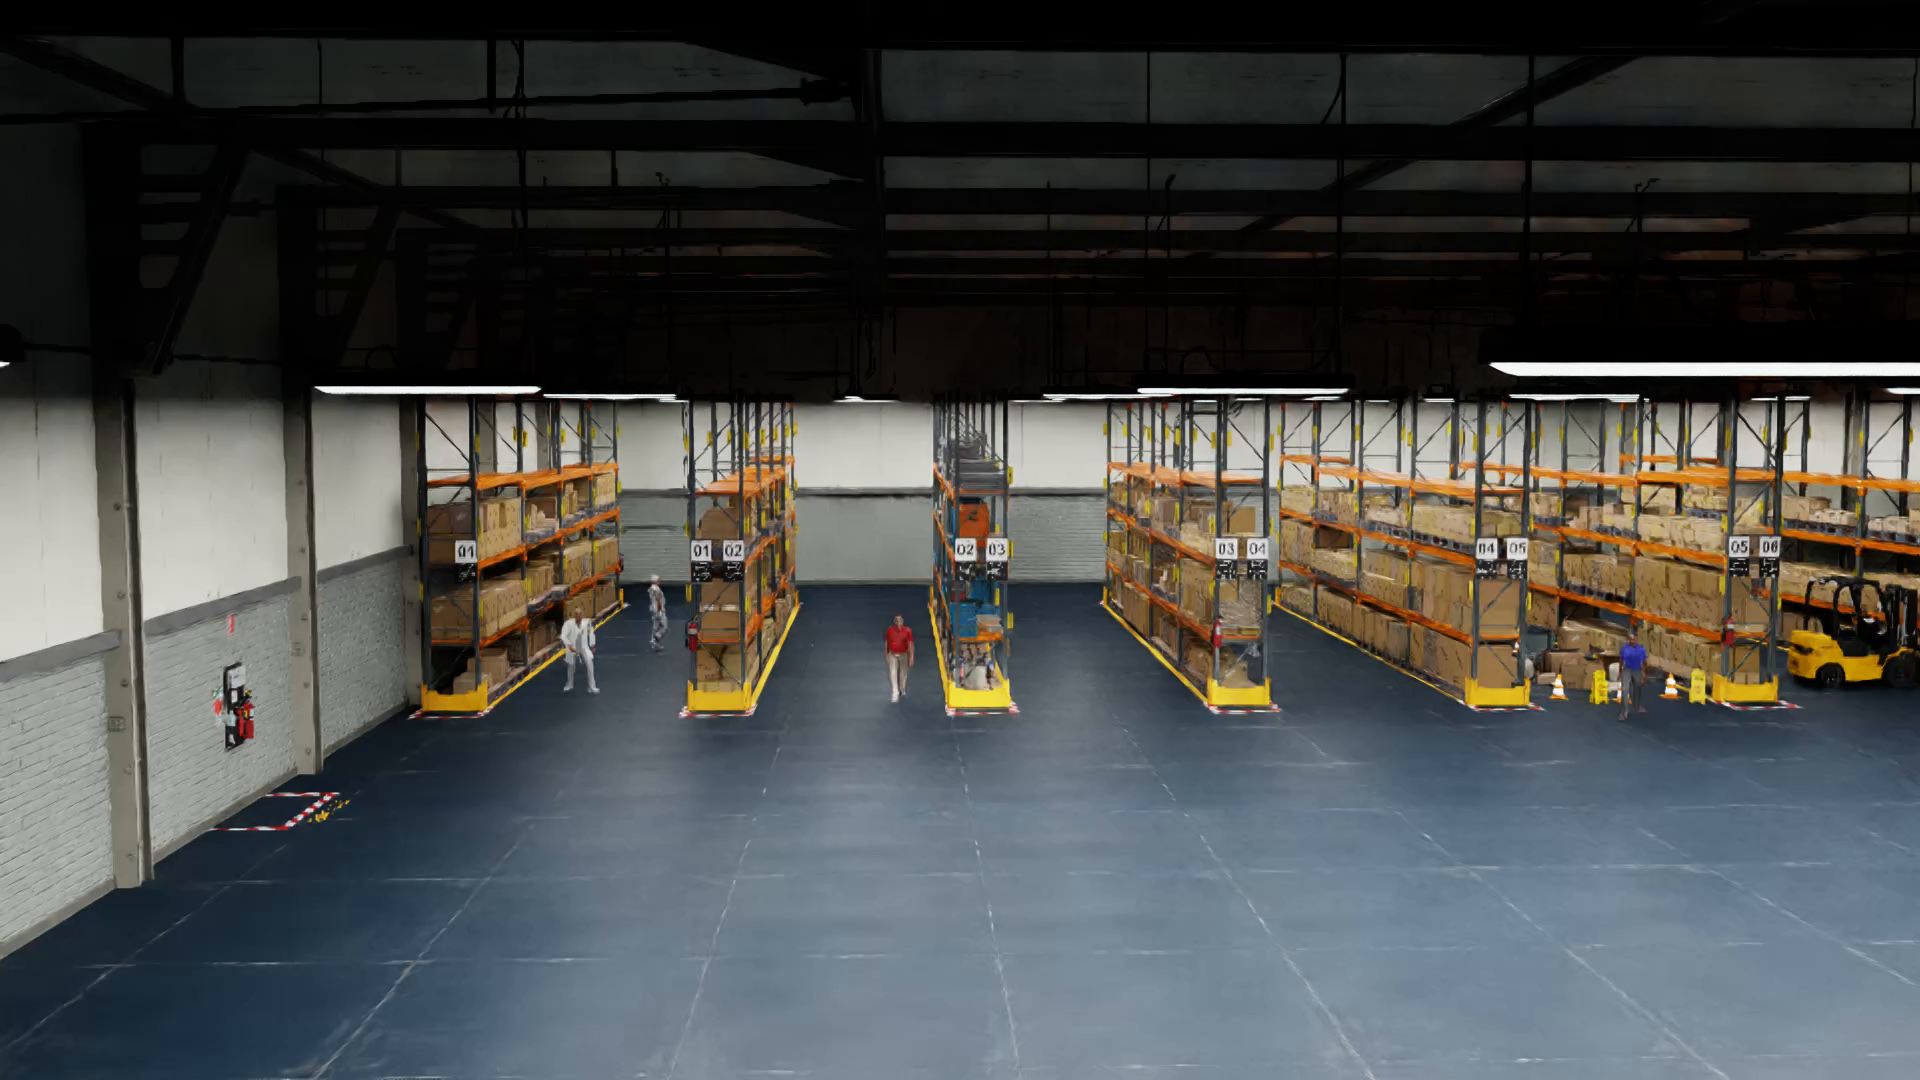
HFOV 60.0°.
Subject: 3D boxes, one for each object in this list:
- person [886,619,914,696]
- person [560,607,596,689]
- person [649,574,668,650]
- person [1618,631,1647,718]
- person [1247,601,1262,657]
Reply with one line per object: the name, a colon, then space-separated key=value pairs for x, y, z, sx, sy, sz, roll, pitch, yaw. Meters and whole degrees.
person: x=-1.173 y=2.265 z=32.344 sx=0.538 sy=1.532 sz=0.835 roll=0 pitch=5 yaw=-3
person: x=-7.575 y=2.131 z=32.966 sx=0.701 sy=1.637 sz=0.880 roll=-2 pitch=5 yaw=-18
person: x=-7.058 y=1.679 z=38.631 sx=0.443 sy=1.786 sz=0.594 roll=-3 pitch=5 yaw=-32
person: x=6.152 y=0.966 z=38.762 sx=17.653 sy=3.180 sz=12.773 roll=2 pitch=5 yaw=19
person: x=6.706 y=1.797 z=37.747 sx=0.416 sy=1.677 sz=0.537 roll=-3 pitch=5 yaw=-32
